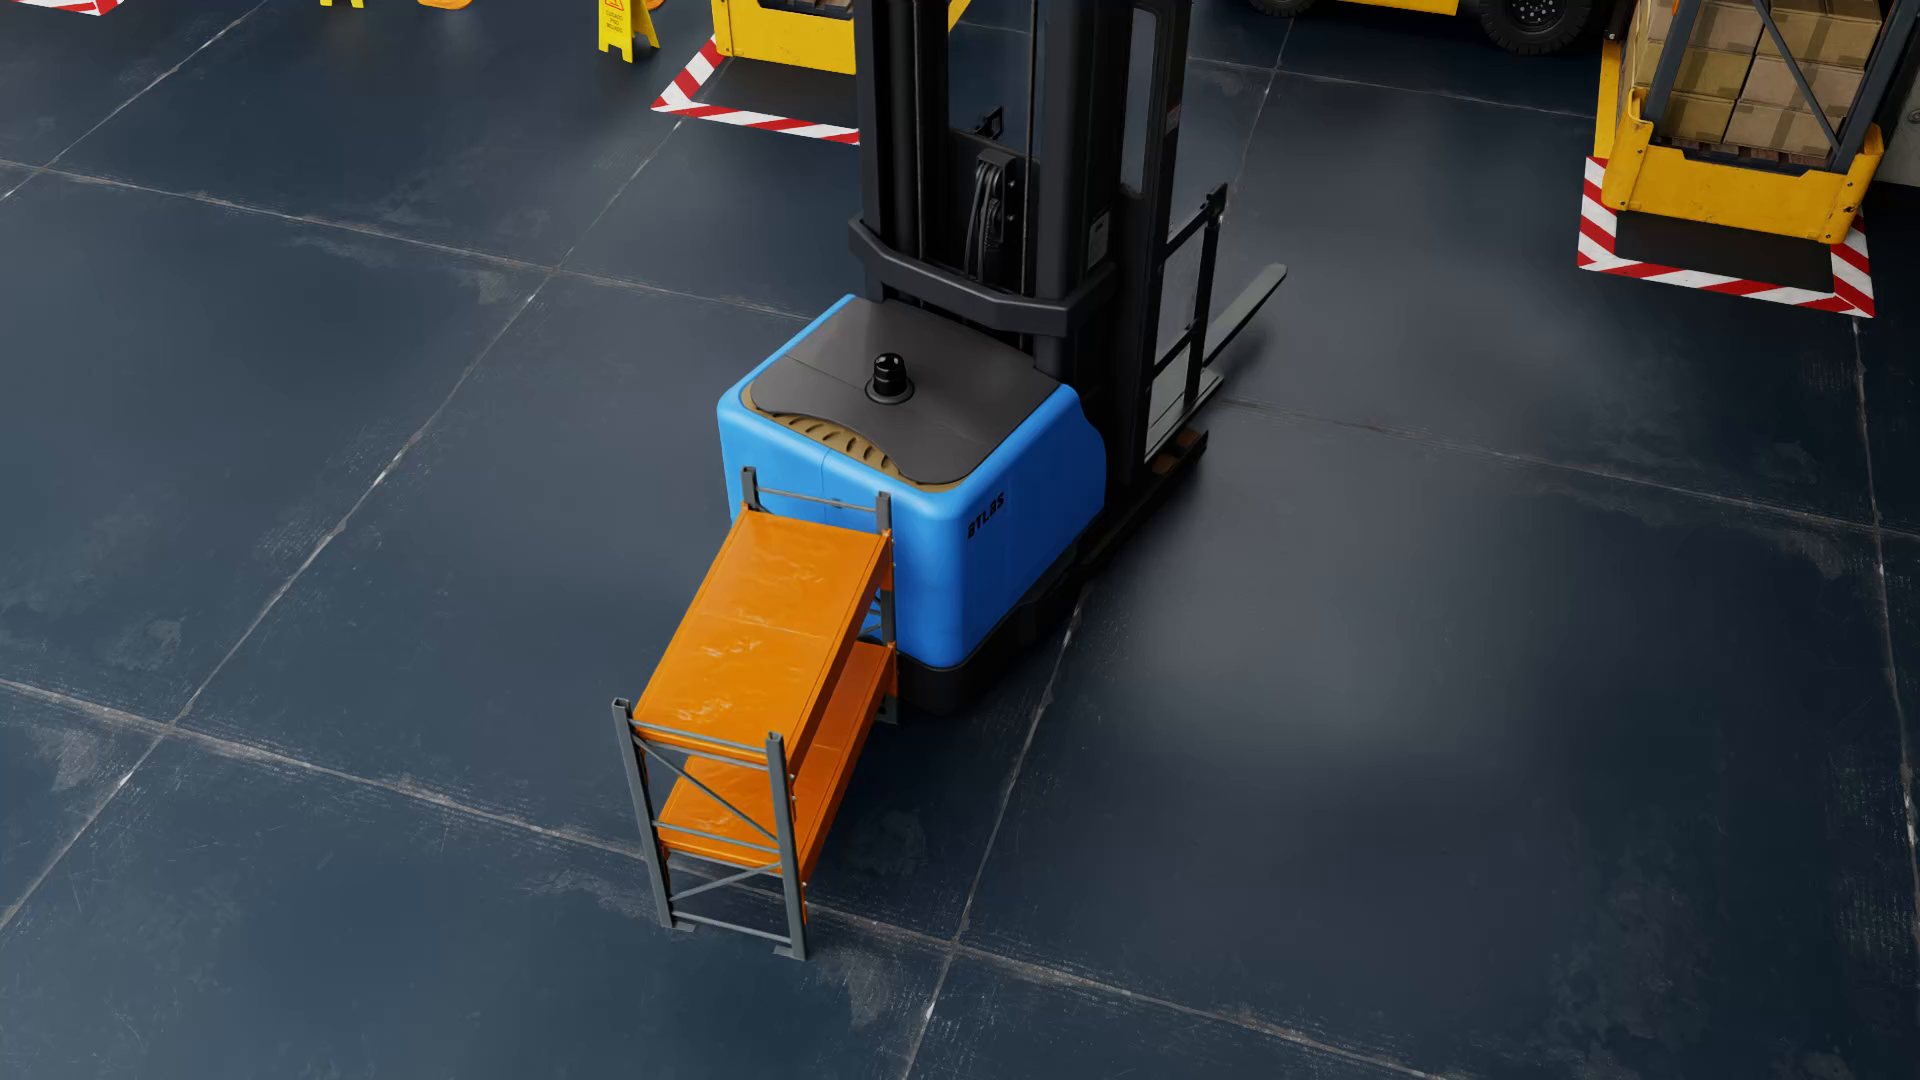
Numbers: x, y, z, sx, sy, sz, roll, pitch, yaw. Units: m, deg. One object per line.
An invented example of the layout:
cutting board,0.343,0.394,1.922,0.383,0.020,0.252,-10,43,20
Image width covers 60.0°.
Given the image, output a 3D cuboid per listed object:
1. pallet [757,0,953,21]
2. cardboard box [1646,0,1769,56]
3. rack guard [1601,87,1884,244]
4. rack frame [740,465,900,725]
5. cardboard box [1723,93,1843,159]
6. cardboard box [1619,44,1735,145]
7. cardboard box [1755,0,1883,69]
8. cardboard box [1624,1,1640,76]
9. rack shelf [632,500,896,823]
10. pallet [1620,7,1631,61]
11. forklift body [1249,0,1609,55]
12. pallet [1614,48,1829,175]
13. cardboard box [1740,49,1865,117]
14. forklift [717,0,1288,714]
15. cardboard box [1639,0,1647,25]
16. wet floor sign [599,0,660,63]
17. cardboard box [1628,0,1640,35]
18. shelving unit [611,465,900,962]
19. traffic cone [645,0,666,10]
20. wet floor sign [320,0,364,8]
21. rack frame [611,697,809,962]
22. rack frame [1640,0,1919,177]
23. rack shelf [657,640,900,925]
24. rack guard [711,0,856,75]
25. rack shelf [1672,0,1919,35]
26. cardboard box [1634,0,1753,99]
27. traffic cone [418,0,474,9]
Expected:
pallet,-0.541,-3.417,10.091,1.003,0.211,1.213,13,46,13
cardboard box,3.730,-2.678,8.293,0.500,0.250,0.500,14,46,14
rack guard,3.880,-1.871,8.305,1.175,0.500,0.348,13,46,13
rack frame,-0.466,0.216,5.725,0.500,1.125,0.032,11,45,11
cardboard box,4.223,-2.234,8.554,0.500,0.250,0.500,13,46,13
cardboard box,3.729,-2.328,8.650,0.500,0.250,0.500,13,46,13
cardboard box,4.213,-2.586,8.198,0.500,0.250,0.500,12,46,12
cardboard box,3.888,-2.658,8.987,0.500,0.250,0.500,13,46,12
rack shelf,-0.600,0.349,5.170,0.538,0.278,1.000,11,45,11
pallet,4.451,-3.113,9.780,1.003,0.211,1.213,13,46,13
forklift body,2.723,-4.128,9.430,2.313,2.155,1.214,13,46,13
pallet,4.079,-2.303,8.952,1.003,0.211,1.213,13,46,13
cardboard box,4.228,-2.396,8.362,0.500,0.250,0.500,13,46,13
forklift,0.393,-1.417,6.102,1.130,2.935,3.031,26,50,24
cardboard box,3.899,-2.849,8.825,0.500,0.250,0.500,12,46,12
wet floor sign,-1.921,-3.088,9.444,0.267,0.644,0.232,28,51,26
cardboard box,4.048,-2.989,9.326,0.500,0.250,0.500,13,46,13
shelving unit,-0.600,0.558,5.375,0.538,1.125,1.048,11,45,11
traffic cone,-1.943,-3.483,9.978,0.336,0.463,0.334,13,46,13
wet floor sign,-3.714,-3.530,9.896,0.267,0.644,0.232,5,45,5
rack frame,-0.735,0.901,5.025,0.500,1.125,0.032,11,45,11
rack frame,3.888,-2.781,7.447,1.000,3.000,0.127,13,46,13
rack shelf,-0.600,0.733,5.546,0.538,0.278,1.000,11,45,11
rack guard,-0.821,-2.987,9.445,1.175,0.500,0.348,13,46,13
rack shelf,4.493,-3.857,9.061,1.077,0.370,4.000,13,46,13
cardboard box,3.737,-2.517,8.486,0.500,0.250,0.500,12,46,12
traffic cone,-3.104,-3.491,9.987,0.336,0.463,0.334,13,46,13
